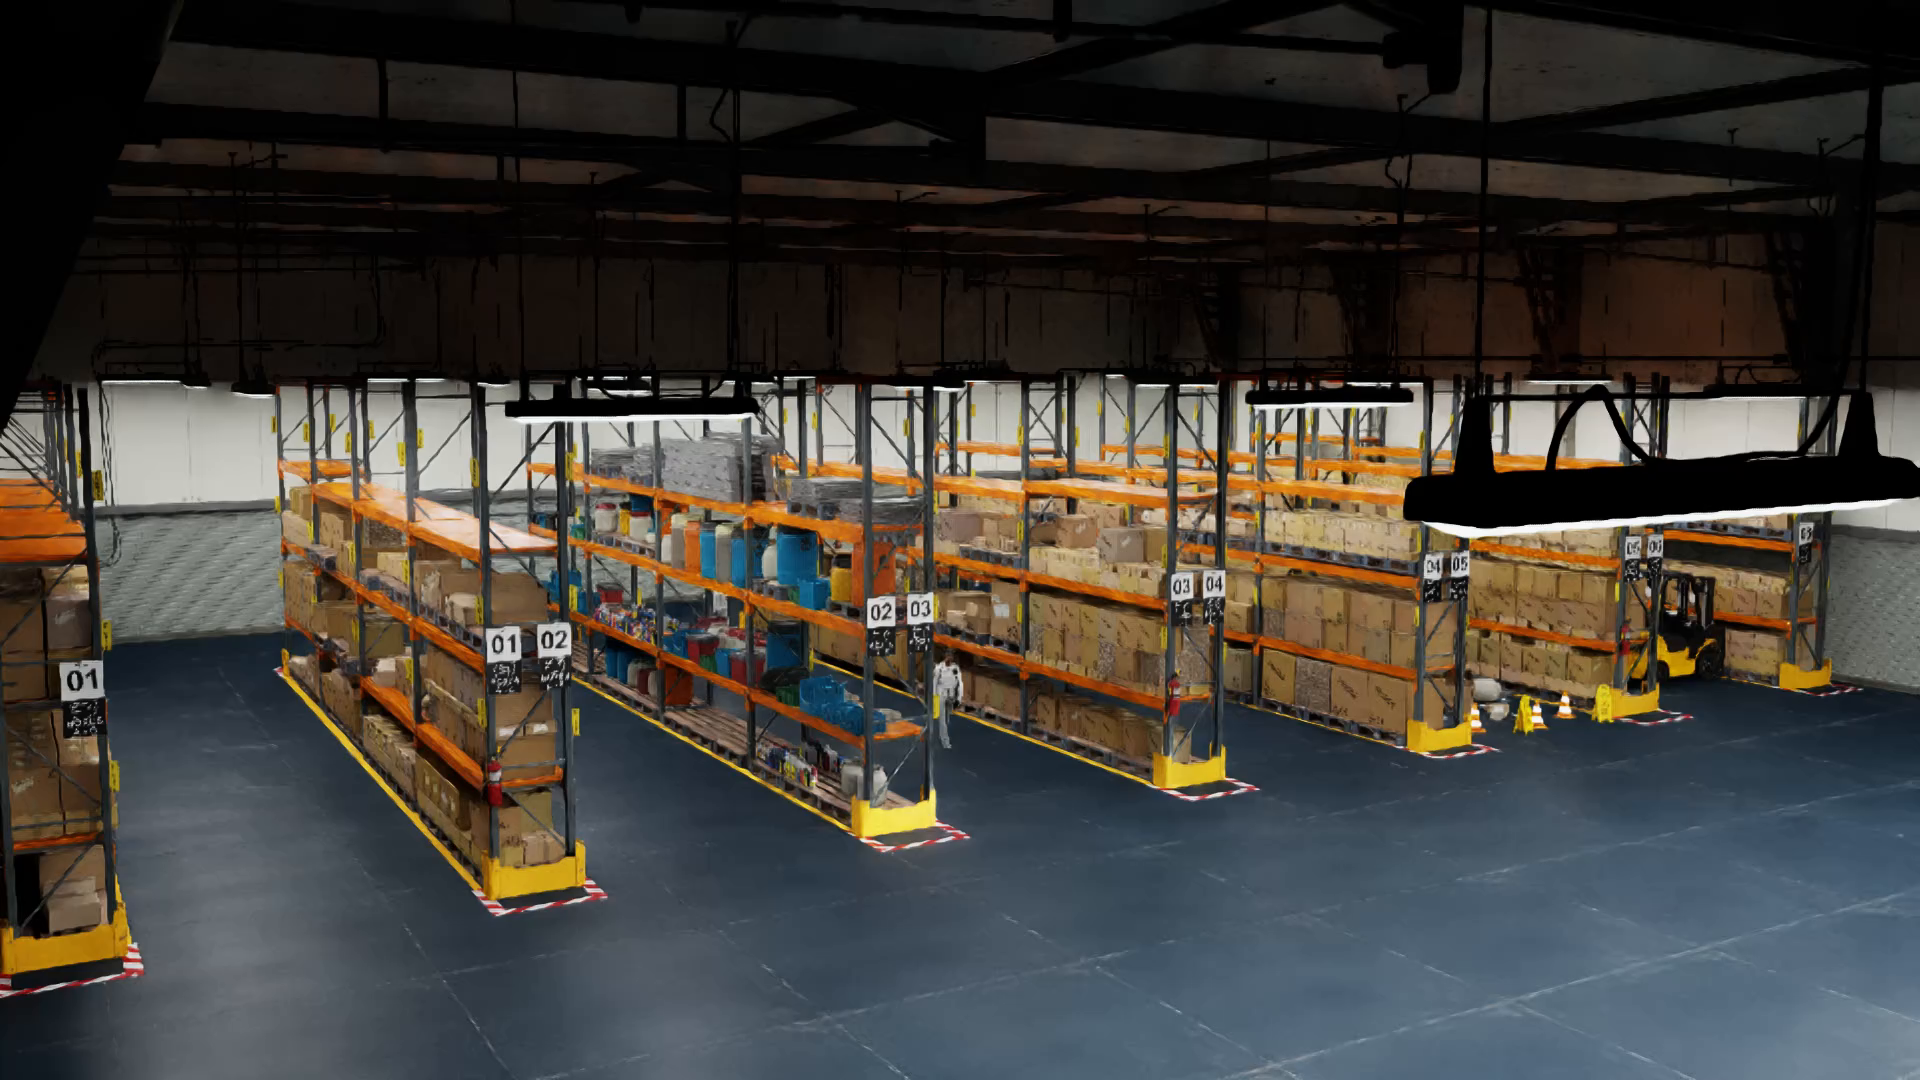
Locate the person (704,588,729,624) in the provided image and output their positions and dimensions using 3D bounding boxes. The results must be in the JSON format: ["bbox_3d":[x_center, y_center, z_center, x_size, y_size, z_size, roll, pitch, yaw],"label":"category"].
[{"bbox_3d":[-5.320,1.490,36.492,0.577,1.691,1.121,-3,7,-28],"label":"person"}]

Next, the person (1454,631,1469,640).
[{"bbox_3d":[10.632,1.536,35.601,0.636,1.775,0.677,0,6,1],"label":"person"}]

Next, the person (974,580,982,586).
[{"bbox_3d":[0.512,0.386,46.345,0.598,1.772,0.577,1,6,5],"label":"person"}]

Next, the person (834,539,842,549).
[{"bbox_3d":[-3.263,0.762,43.654,0.936,1.605,0.494,5,8,37],"label":"person"}]

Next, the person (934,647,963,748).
[{"bbox_3d":[-0.200,2.534,27.204,0.481,1.621,0.997,-2,7,-21],"label":"person"}]
